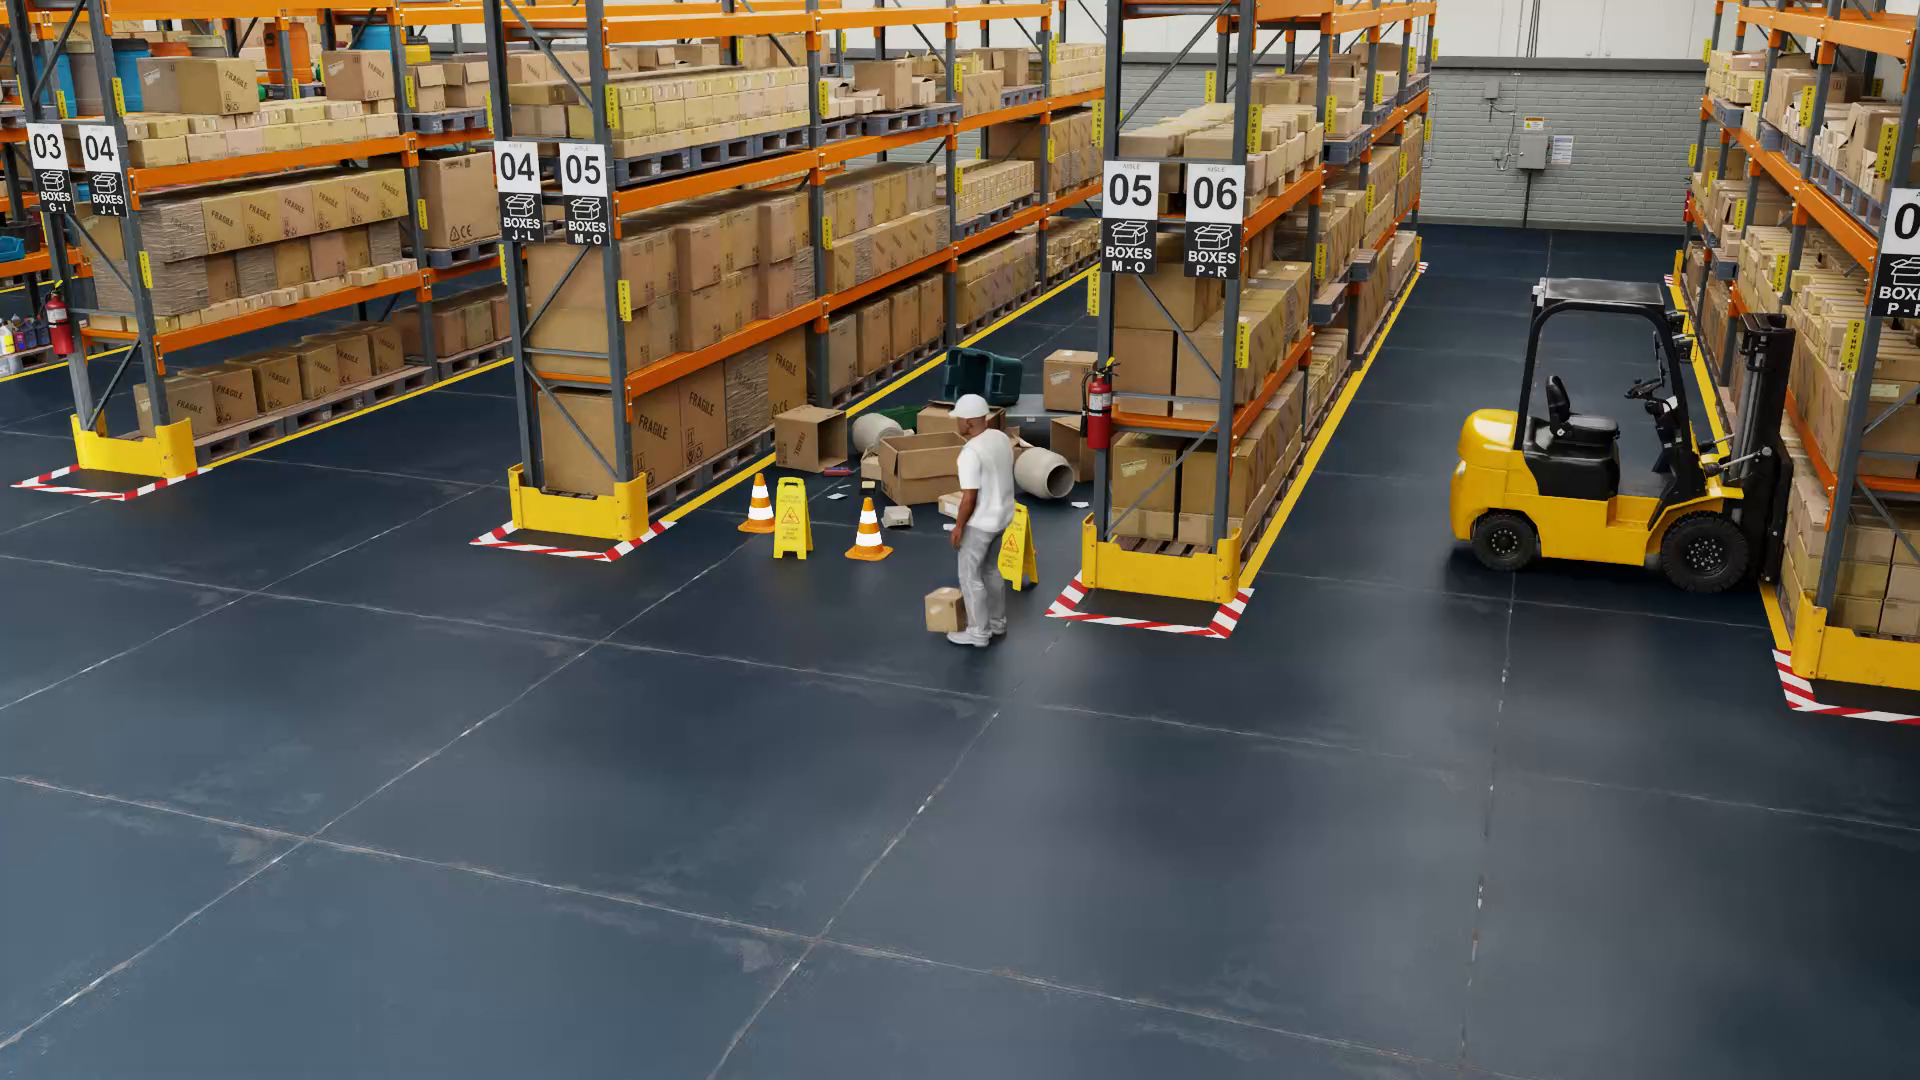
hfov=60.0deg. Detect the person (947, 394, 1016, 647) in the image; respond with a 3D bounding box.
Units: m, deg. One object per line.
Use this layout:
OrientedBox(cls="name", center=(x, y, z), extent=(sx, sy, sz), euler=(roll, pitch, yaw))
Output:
OrientedBox(cls="person", center=(0.139, -0.142, 11.453), extent=(0.449, 1.762, 0.607), euler=(10, 21, 27))
